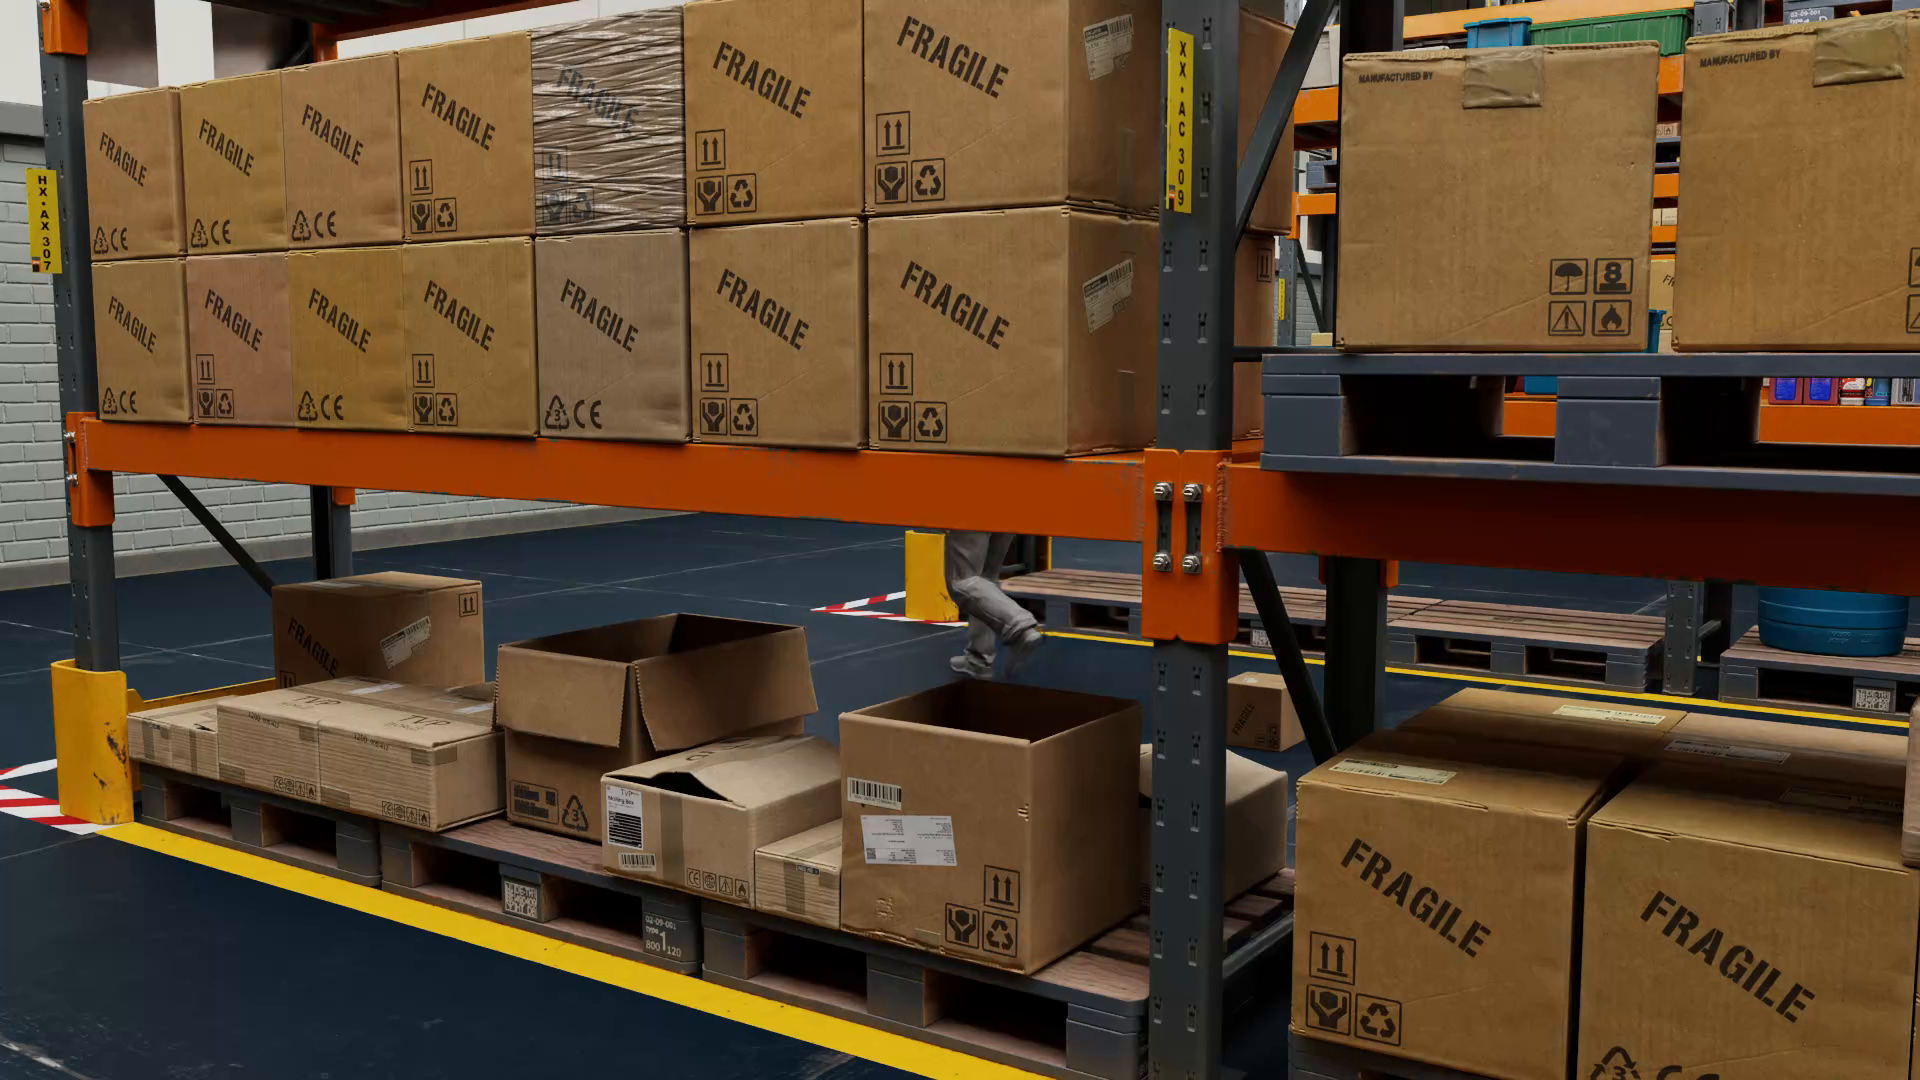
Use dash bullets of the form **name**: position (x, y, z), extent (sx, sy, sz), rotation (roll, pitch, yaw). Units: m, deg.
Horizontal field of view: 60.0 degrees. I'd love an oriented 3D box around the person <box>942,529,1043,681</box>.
- **person**: position (0.149, -0.210, 7.462), extent (0.549, 1.753, 0.785), rotation (-5, 8, -38)
